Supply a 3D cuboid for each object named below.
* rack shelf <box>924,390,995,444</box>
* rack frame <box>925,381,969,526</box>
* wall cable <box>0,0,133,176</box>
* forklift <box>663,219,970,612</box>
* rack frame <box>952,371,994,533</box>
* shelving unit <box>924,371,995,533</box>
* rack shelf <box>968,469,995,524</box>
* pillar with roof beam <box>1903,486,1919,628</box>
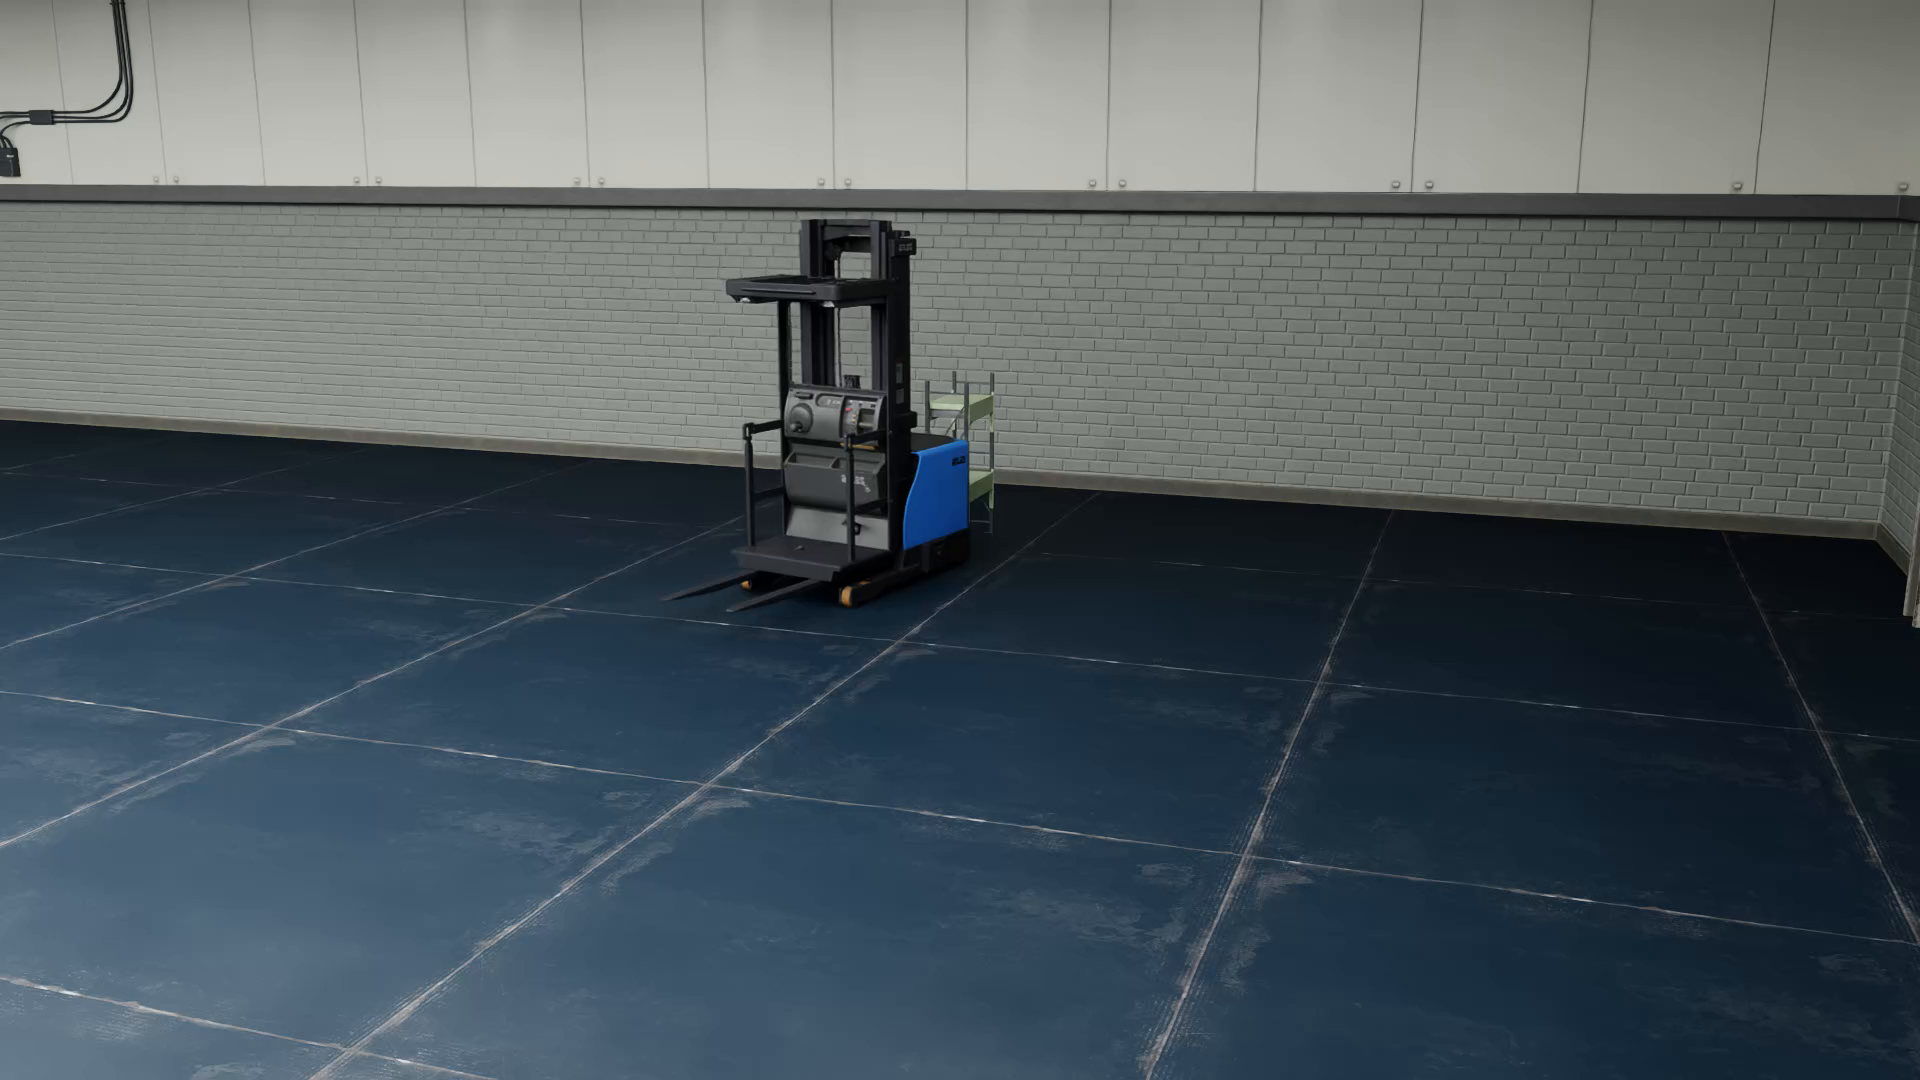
[{"bbox_3d":[0.002,-1.113,15.002,0.431,0.370,0.720,4,14,18],"label":"rack shelf"},{"bbox_3d":[-0.116,-0.656,14.752,0.400,1.500,0.023,4,14,18],"label":"rack frame"},{"bbox_3d":[-11.300,-7.533,20.388,2.305,6.003,0.169,4,14,18],"label":"wall cable"},{"bbox_3d":[-1.124,-1.022,13.140,1.130,2.935,3.031,8,15,31],"label":"forklift"},{"bbox_3d":[0.121,-0.810,15.427,0.400,1.500,0.023,4,14,18],"label":"rack frame"},{"bbox_3d":[0.002,-0.733,15.089,0.431,1.500,0.755,4,14,18],"label":"shelving unit"},{"bbox_3d":[0.002,-0.415,15.162,0.431,0.370,0.720,4,14,18],"label":"rack shelf"},{"bbox_3d":[3.250,-4.079,12.897,9.100,9.000,0.400,4,14,18],"label":"pillar with roof beam"}]
